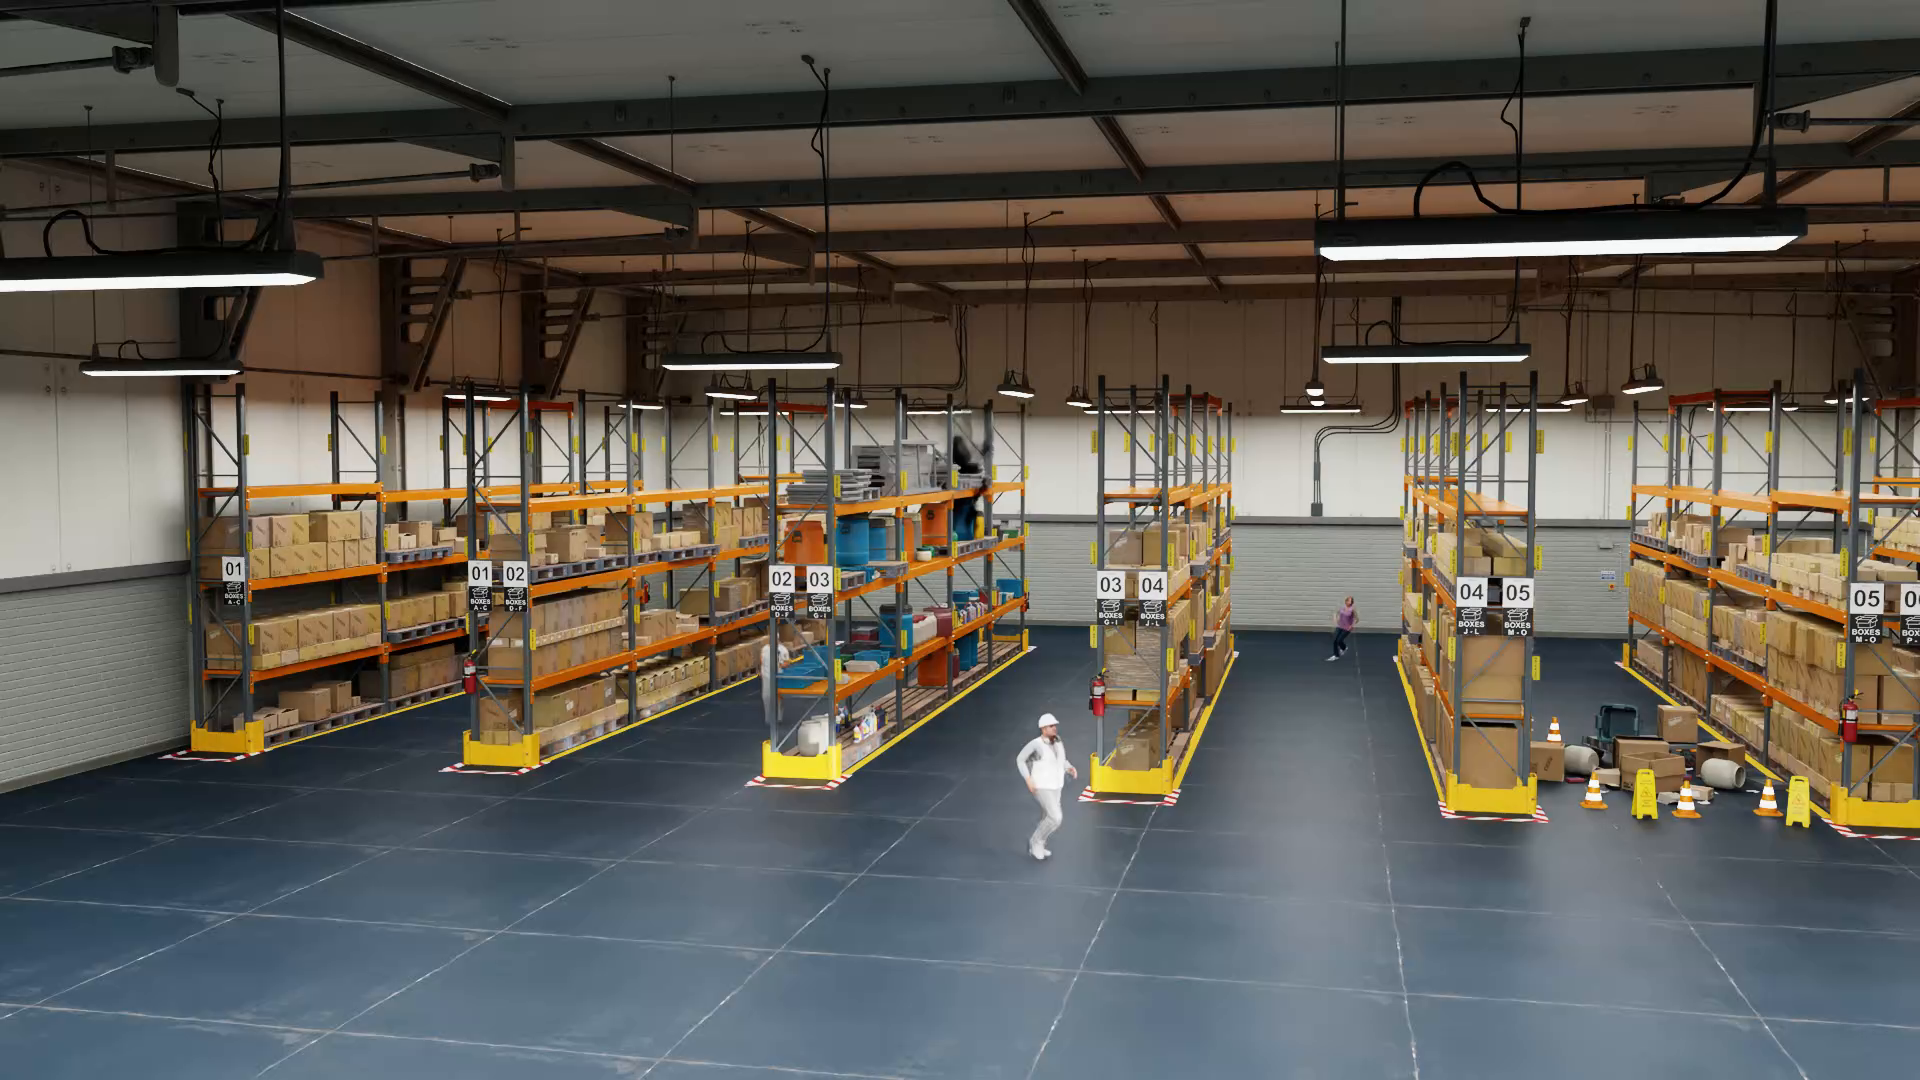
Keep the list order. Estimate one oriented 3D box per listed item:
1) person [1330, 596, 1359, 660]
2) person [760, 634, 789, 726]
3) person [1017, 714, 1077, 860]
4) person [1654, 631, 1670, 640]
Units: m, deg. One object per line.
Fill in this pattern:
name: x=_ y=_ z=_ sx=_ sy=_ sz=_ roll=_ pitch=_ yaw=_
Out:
person: x=8.937 y=2.054 z=38.605 sx=0.605 sy=1.514 sz=0.505 roll=3 pitch=4 yaw=41
person: x=-3.328 y=2.485 z=29.748 sx=0.570 sy=1.698 sz=0.783 roll=0 pitch=3 yaw=3
person: x=1.089 y=2.977 z=20.072 sx=0.656 sy=1.752 sz=0.661 roll=3 pitch=4 yaw=42
person: x=16.351 y=1.953 z=38.485 sx=0.778 sy=1.738 sz=0.747 roll=3 pitch=4 yaw=40
